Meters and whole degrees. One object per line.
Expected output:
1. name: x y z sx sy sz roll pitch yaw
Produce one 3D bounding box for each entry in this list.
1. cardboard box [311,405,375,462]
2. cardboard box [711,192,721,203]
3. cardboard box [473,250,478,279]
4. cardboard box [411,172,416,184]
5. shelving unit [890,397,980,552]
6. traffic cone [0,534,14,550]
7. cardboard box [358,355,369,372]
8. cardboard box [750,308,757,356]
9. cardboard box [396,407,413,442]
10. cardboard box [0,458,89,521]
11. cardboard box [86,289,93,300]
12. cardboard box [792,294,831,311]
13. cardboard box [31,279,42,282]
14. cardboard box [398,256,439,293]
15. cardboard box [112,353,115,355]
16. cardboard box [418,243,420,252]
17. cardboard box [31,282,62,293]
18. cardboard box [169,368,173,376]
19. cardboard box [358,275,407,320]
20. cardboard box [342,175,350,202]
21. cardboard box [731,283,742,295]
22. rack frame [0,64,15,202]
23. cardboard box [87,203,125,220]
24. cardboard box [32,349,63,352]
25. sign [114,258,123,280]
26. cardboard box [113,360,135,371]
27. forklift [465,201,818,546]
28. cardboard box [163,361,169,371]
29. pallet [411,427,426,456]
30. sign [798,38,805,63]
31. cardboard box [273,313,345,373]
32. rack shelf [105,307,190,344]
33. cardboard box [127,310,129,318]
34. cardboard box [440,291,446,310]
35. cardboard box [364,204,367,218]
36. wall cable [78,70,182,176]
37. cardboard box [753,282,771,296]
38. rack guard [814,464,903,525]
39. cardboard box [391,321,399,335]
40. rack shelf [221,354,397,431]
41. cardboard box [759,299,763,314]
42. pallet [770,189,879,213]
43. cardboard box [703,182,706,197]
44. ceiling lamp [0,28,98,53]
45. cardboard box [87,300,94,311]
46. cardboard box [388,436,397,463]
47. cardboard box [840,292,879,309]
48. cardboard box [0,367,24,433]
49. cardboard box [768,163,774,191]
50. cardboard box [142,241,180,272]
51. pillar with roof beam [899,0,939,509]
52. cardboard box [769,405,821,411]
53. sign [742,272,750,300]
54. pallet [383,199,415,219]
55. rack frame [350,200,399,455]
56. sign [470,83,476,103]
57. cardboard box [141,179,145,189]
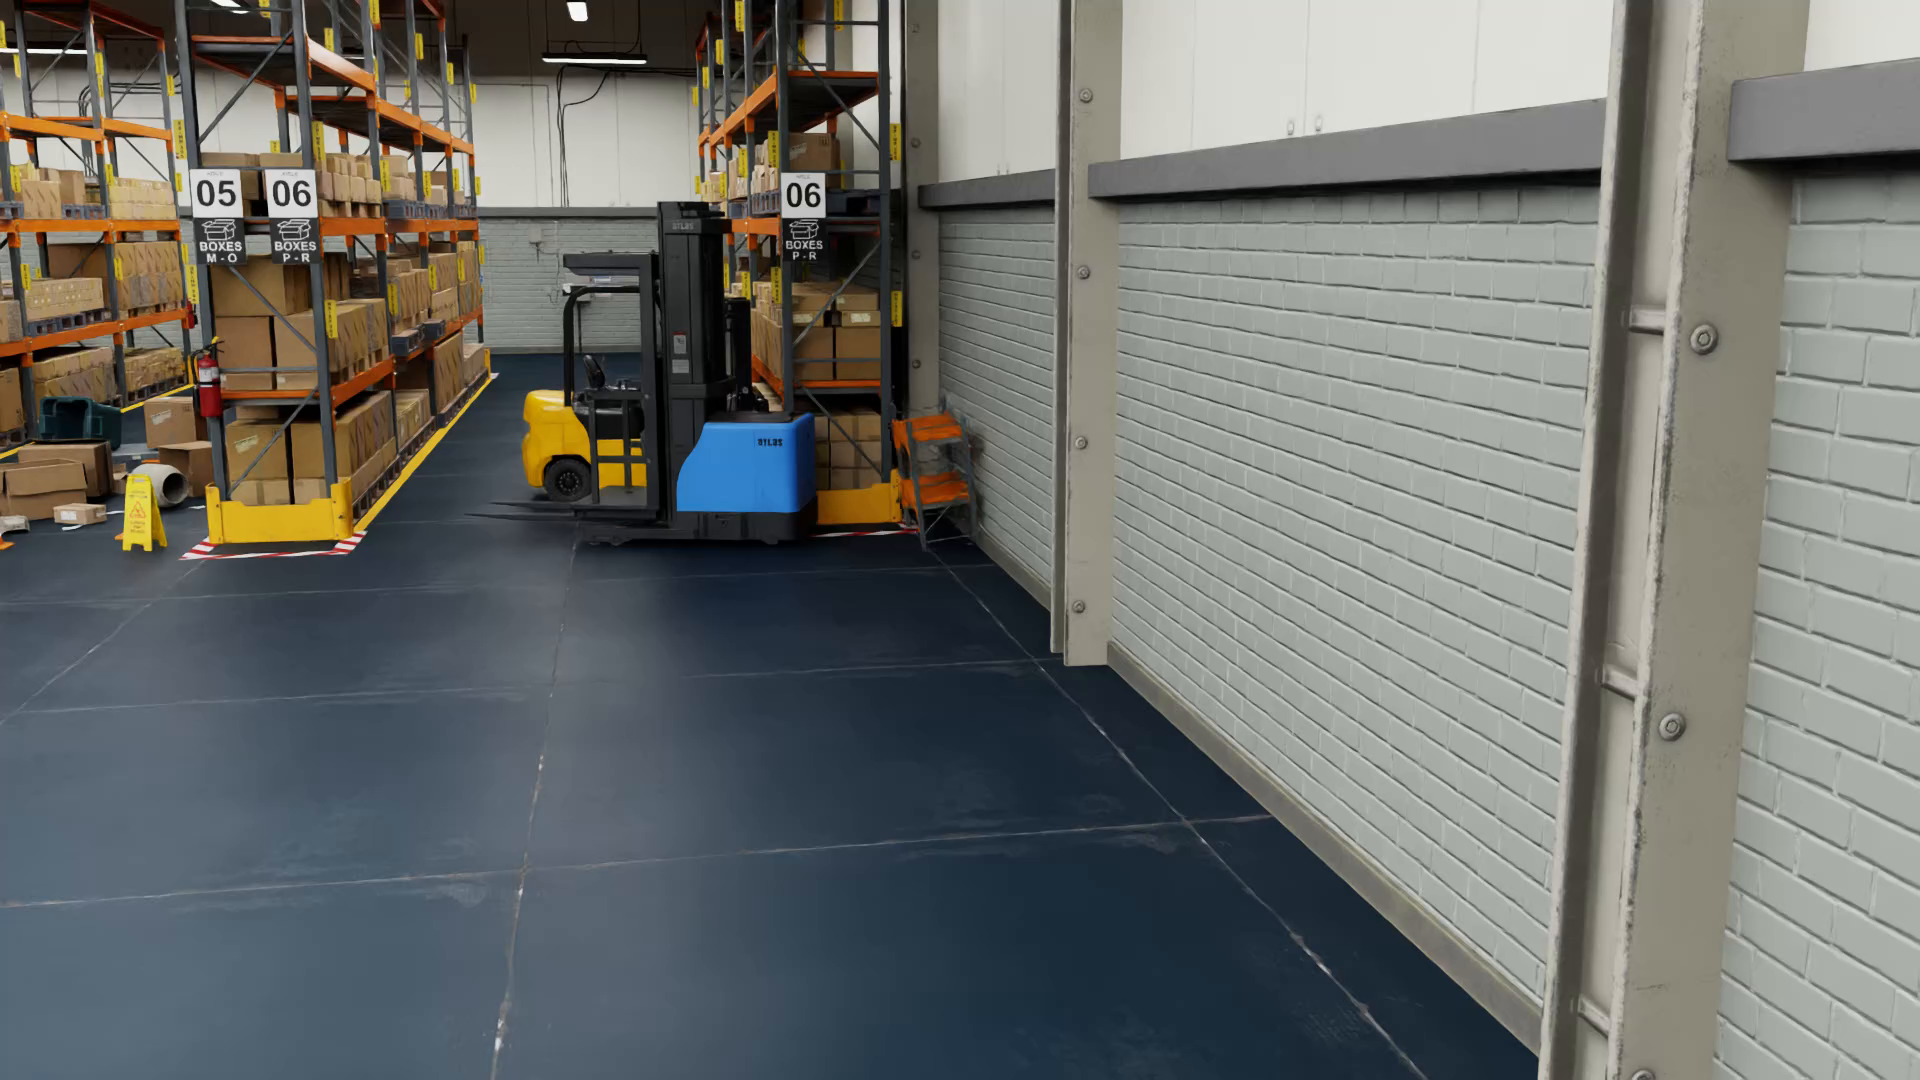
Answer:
1. cardboard box: -6.090 -1.051 16.420 0.500 0.500 0.500 -2 11 -10
2. cardboard box: -3.560 -5.161 25.047 0.380 0.149 0.250 -2 11 -10
3. cardboard box: -8.658 -4.777 28.829 0.500 0.500 0.500 -2 11 -11
4. cardboard box: -8.631 -5.703 26.949 0.797 0.503 0.637 -1 11 -7
5. shelving unit: -0.227 -0.593 14.526 0.538 1.125 1.048 -9 14 -8
6. traffic cone: -8.375 -0.159 14.297 0.336 0.463 0.334 -2 11 -11
7. cardboard box: -6.113 -1.759 16.586 0.380 0.149 0.250 -2 11 -11
8. cardboard box: -2.083 -2.350 18.751 0.500 0.500 0.500 -2 11 -13
9. cardboard box: -7.029 -1.353 19.689 0.950 0.372 0.625 -1 11 -7
10. cardboard box: -8.829 -0.480 15.874 0.637 0.503 0.797 9 14 38
11. cardboard box: -12.805 -3.548 24.069 0.380 0.149 0.250 -2 11 -9
12. cardboard box: -1.412 -2.230 15.590 0.380 0.149 0.250 -2 11 -11
13. cardboard box: -13.441 -3.667 23.898 0.380 0.149 0.250 -2 11 -11
14. cardboard box: -7.522 -3.674 23.035 0.500 0.500 0.500 -2 11 -11
15. cardboard box: -13.907 -2.961 27.143 0.380 0.149 0.250 -2 11 -10
16. cardboard box: -8.654 -4.634 26.342 0.380 0.149 0.250 -2 11 -10
17. cardboard box: -12.553 -3.453 22.774 0.380 0.149 0.250 -2 11 -9
18. cardboard box: -13.528 -2.834 28.066 0.380 0.149 0.250 -2 11 -11
19. cardboard box: -6.690 -2.800 19.198 0.500 0.500 0.500 -2 11 -11
20. cardboard box: -6.053 -3.311 15.653 0.500 0.250 0.500 -2 11 -9
21. cardboard box: -2.918 -3.424 22.659 0.380 0.149 0.250 -2 11 -9
22. rack frame: -12.395 -5.692 20.536 1.000 3.000 0.127 -2 11 -11
23. cardboard box: -13.005 -4.973 25.182 0.500 0.250 0.500 -2 11 -8
24. cardboard box: -13.183 -2.583 23.801 0.500 0.250 0.500 -2 11 -9
25. sign: -12.630 -4.068 24.953 0.100 0.325 0.005 -2 11 -11
26. cardboard box: -13.033 -2.700 25.771 0.380 0.149 0.250 -2 11 -8
27. forklift: -2.849 -1.487 14.673 3.031 2.935 1.130 1 11 5
28. cardboard box: -13.353 -2.888 27.554 0.380 0.149 0.250 -2 11 -10
29. pallet: -7.175 -1.207 20.474 1.003 0.211 1.213 -2 11 -11
30. sign: -2.148 -6.629 22.539 0.100 0.325 0.005 -2 11 -11
31. cardboard box: -5.824 -1.769 14.904 0.500 0.500 0.500 -2 11 -12
32. rack shelf: -13.562 -3.492 26.946 1.077 0.370 4.000 -2 11 -11
33. cardboard box: -13.134 -3.511 25.792 0.380 0.149 0.250 -3 11 -14
34. cardboard box: -7.600 -3.404 23.624 0.500 0.250 0.500 -2 11 -11
35. cardboard box: -6.385 -3.418 17.281 0.380 0.149 0.250 -2 11 -10
36. wall cable: -16.555 -9.740 33.201 2.277 5.999 0.120 -2 11 -11
37. cardboard box: -2.143 -2.836 18.776 0.380 0.149 0.250 -2 11 -10
38. rack guard: -1.131 -0.425 15.594 1.175 0.500 0.348 -2 11 -11
39. cardboard box: -6.579 -2.406 18.863 0.380 0.149 0.250 -2 11 -10
40. rack shelf: -6.393 -1.490 16.426 1.077 0.370 4.000 -2 11 -11
41. cardboard box: -1.955 -2.501 17.810 0.380 0.149 0.250 -2 11 -12
42. pallet: -1.248 -3.218 15.797 1.003 0.211 1.213 -2 11 -11
43. cardboard box: -4.216 -6.108 29.009 0.500 0.250 0.500 -2 11 -12
44. ceiling lamp: -16.871 -10.450 29.920 2.000 3.185 0.800 -2 11 -11
45. cardboard box: -12.804 -3.403 24.100 0.380 0.149 0.250 -2 11 -11
46. cardboard box: -6.403 -0.967 17.985 0.500 0.250 0.500 -2 11 -8
47. cardboard box: -0.982 -2.292 15.918 0.380 0.149 0.250 -2 11 -9
48. cardboard box: -12.365 -1.731 20.664 1.050 0.750 0.750 -2 11 -12
49. cardboard box: -1.644 -3.508 16.052 0.396 0.266 0.258 -2 11 -11
50. cardboard box: -13.618 -4.824 28.282 0.500 0.500 0.500 -2 11 -12
51. pillar with roof beam: -4.610 -4.609 14.843 9.100 9.000 0.400 -2 11 -11
52. cardboard box: -1.636 -1.171 16.383 0.500 0.250 0.500 -2 11 -10
53. sign: -2.444 -2.900 19.024 0.100 0.325 0.005 -2 11 -11
54. pallet: -6.797 -3.708 18.638 1.213 0.211 1.003 -2 11 -11
55. rack frame: -6.782 -2.210 18.286 1.000 3.000 0.127 -2 11 -11
56. sign: -8.581 -7.873 29.283 0.100 0.325 0.005 -2 11 -11
57. cardboard box: -13.321 -5.720 26.704 0.380 0.149 0.250 -2 11 -13
